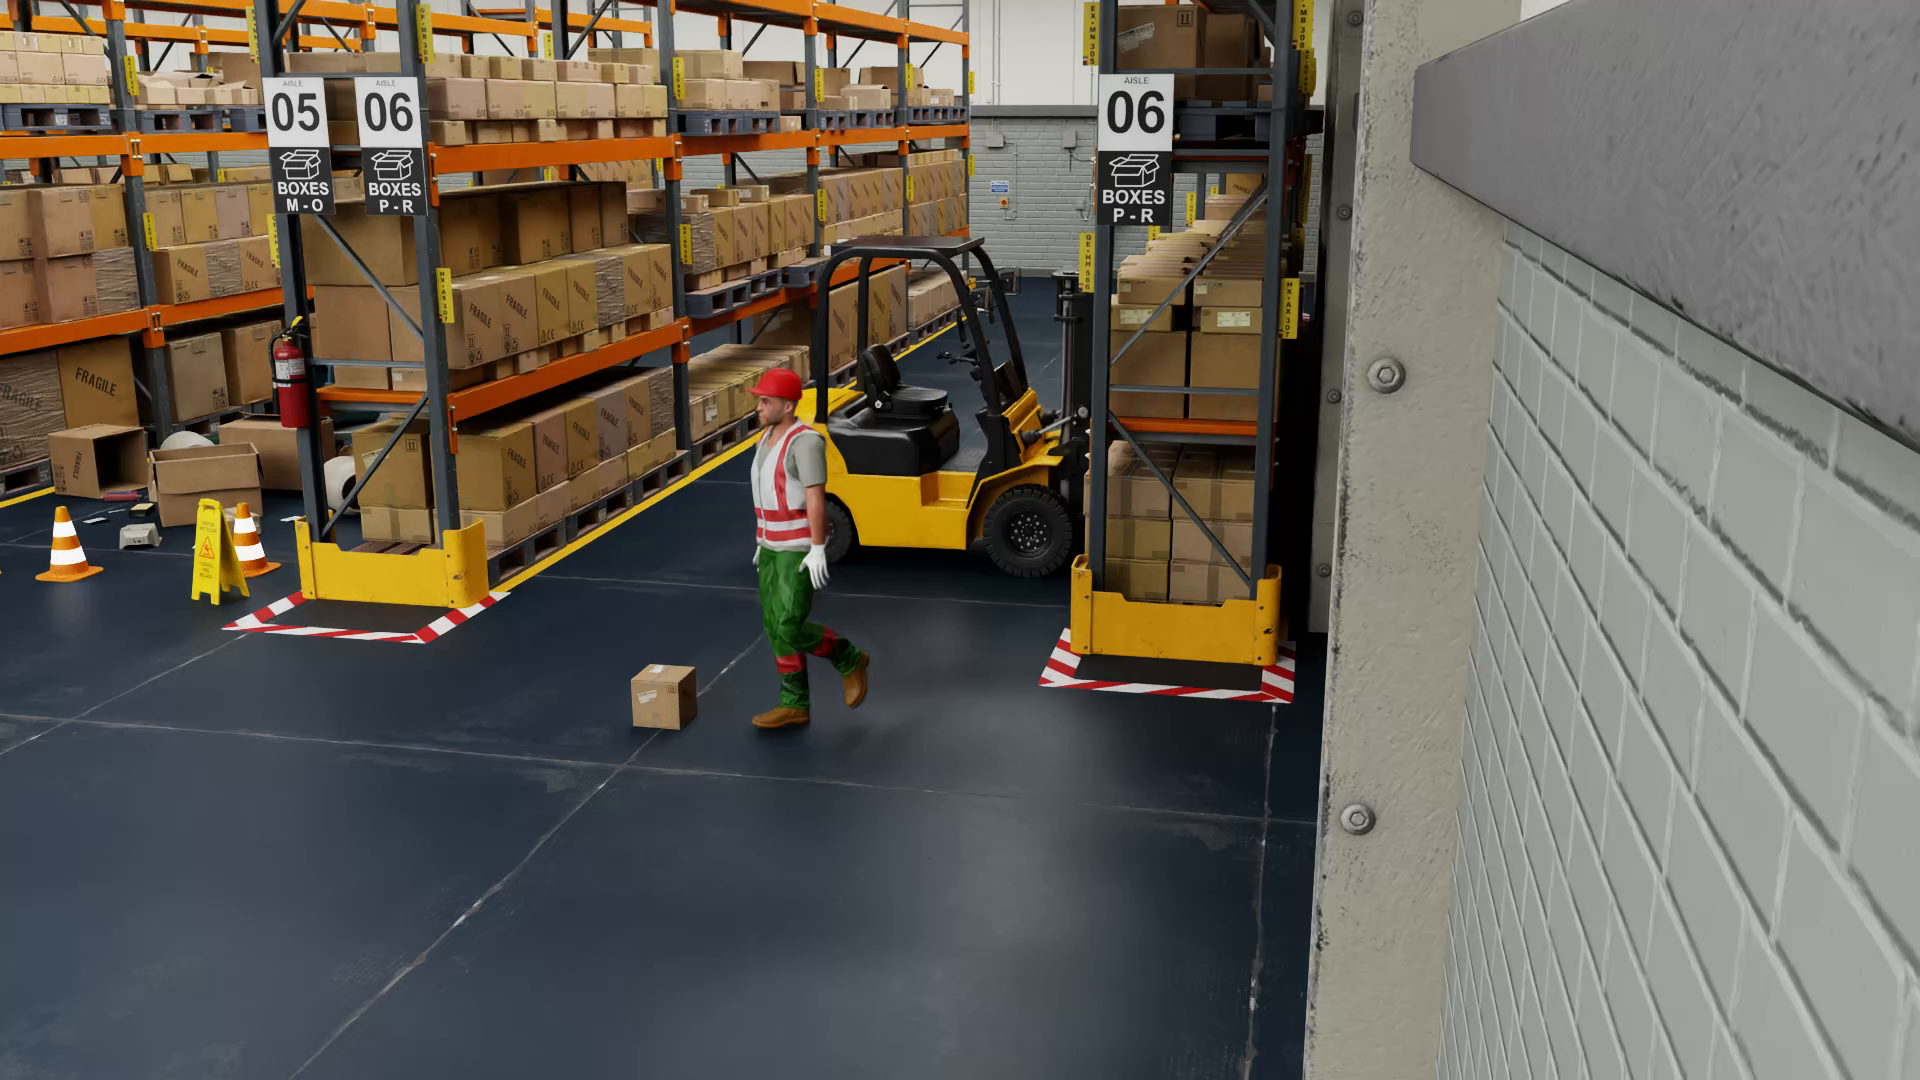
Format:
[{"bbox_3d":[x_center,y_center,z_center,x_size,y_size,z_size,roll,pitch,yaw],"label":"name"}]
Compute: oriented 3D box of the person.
[{"bbox_3d":[-0.794,0.034,8.248,0.597,1.780,0.607,-9,17,-32],"label":"person"}]
